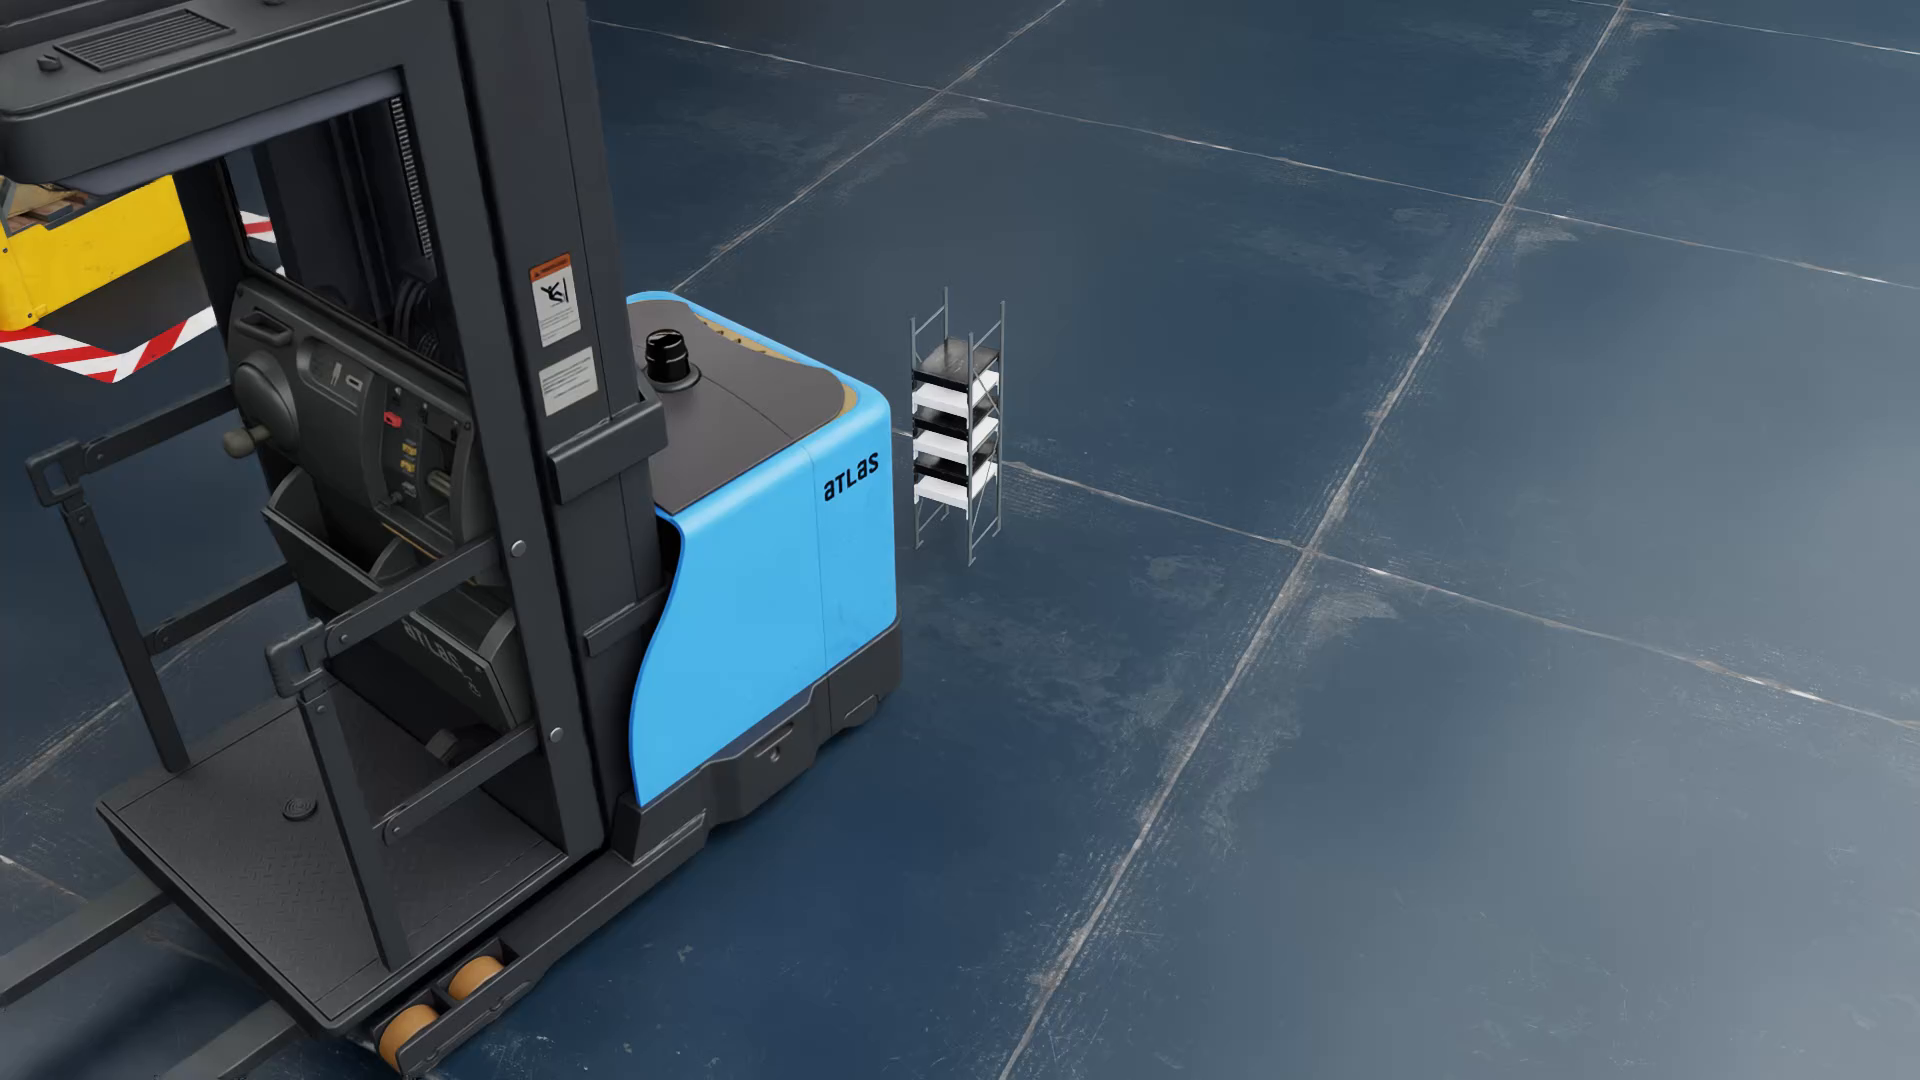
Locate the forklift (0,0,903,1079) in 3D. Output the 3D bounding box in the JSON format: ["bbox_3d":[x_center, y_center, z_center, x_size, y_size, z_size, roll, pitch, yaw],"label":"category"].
[{"bbox_3d":[-1.512,-0.216,3.611,1.130,2.935,3.031,27,45,31],"label":"forklift"}]

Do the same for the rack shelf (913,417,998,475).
[{"bbox_3d":[-0.007,-0.334,5.501,0.200,0.077,0.258,17,41,21],"label":"rack shelf"}]

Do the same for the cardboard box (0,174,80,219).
[{"bbox_3d":[-4.276,-1.739,7.281,0.500,0.500,0.500,25,44,29],"label":"cardboard box"}]

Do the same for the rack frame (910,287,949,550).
[{"bbox_3d":[-0.097,-0.389,5.518,0.006,0.900,0.240,17,41,21],"label":"rack frame"}]

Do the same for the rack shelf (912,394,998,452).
[{"bbox_3d":[-0.007,-0.406,5.447,0.200,0.077,0.258,17,41,21],"label":"rack shelf"}]

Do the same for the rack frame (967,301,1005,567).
[{"bbox_3d":[0.083,-0.332,5.444,0.006,0.900,0.240,17,41,21],"label":"rack frame"}]

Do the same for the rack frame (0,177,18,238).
[{"bbox_3d":[-3.729,-2.385,6.411,0.127,3.000,1.000,17,41,21],"label":"rack frame"}]

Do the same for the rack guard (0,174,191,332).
[{"bbox_3d":[-3.797,-1.411,7.195,0.348,0.500,1.175,17,41,21],"label":"rack guard"}]

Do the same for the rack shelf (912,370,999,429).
[{"bbox_3d":[-0.007,-0.478,5.392,0.200,0.077,0.258,17,41,21],"label":"rack shelf"}]

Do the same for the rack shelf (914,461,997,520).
[{"bbox_3d":[-0.007,-0.191,5.610,0.200,0.077,0.258,17,41,21],"label":"rack shelf"}]

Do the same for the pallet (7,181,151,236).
[{"bbox_3d":[-4.502,-1.540,7.605,1.213,0.211,1.003,17,41,21],"label":"pallet"}]

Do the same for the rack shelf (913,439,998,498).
[{"bbox_3d":[-0.007,-0.262,5.555,0.200,0.077,0.258,17,41,21],"label":"rack shelf"}]

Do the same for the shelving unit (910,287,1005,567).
[{"bbox_3d":[-0.007,-0.361,5.481,0.210,0.900,0.258,17,41,21],"label":"shelving unit"}]

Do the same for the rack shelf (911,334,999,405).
[{"bbox_3d":[-0.007,-0.549,5.338,0.200,0.077,0.258,17,41,21],"label":"rack shelf"}]
